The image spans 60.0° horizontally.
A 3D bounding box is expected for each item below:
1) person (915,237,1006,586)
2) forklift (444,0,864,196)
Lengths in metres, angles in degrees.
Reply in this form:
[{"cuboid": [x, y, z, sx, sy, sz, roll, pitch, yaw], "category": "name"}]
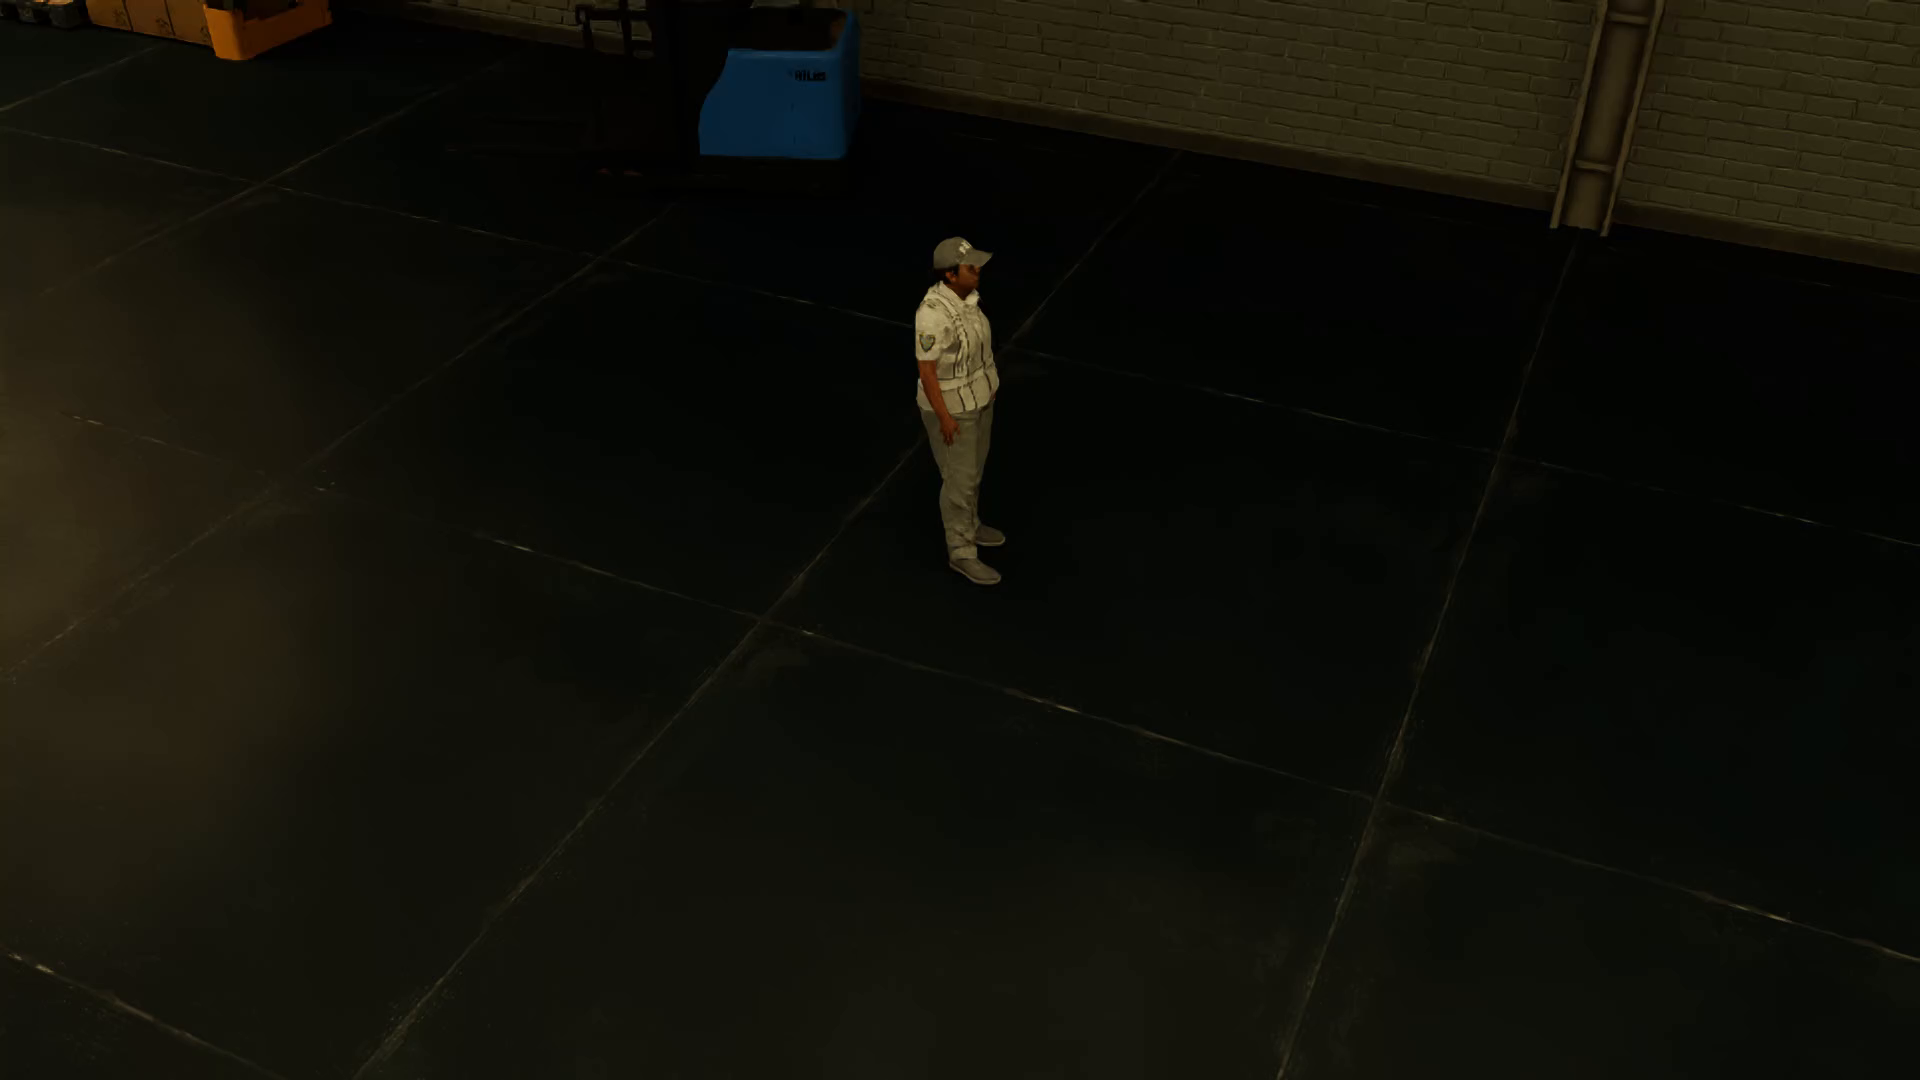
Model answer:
[{"cuboid": [0.060, -0.654, 8.080, 0.529, 1.669, 0.598, 15, 38, 20], "category": "person"}, {"cuboid": [-2.280, -4.027, 11.733, 3.031, 2.935, 1.130, 3, 36, 4], "category": "forklift"}]
